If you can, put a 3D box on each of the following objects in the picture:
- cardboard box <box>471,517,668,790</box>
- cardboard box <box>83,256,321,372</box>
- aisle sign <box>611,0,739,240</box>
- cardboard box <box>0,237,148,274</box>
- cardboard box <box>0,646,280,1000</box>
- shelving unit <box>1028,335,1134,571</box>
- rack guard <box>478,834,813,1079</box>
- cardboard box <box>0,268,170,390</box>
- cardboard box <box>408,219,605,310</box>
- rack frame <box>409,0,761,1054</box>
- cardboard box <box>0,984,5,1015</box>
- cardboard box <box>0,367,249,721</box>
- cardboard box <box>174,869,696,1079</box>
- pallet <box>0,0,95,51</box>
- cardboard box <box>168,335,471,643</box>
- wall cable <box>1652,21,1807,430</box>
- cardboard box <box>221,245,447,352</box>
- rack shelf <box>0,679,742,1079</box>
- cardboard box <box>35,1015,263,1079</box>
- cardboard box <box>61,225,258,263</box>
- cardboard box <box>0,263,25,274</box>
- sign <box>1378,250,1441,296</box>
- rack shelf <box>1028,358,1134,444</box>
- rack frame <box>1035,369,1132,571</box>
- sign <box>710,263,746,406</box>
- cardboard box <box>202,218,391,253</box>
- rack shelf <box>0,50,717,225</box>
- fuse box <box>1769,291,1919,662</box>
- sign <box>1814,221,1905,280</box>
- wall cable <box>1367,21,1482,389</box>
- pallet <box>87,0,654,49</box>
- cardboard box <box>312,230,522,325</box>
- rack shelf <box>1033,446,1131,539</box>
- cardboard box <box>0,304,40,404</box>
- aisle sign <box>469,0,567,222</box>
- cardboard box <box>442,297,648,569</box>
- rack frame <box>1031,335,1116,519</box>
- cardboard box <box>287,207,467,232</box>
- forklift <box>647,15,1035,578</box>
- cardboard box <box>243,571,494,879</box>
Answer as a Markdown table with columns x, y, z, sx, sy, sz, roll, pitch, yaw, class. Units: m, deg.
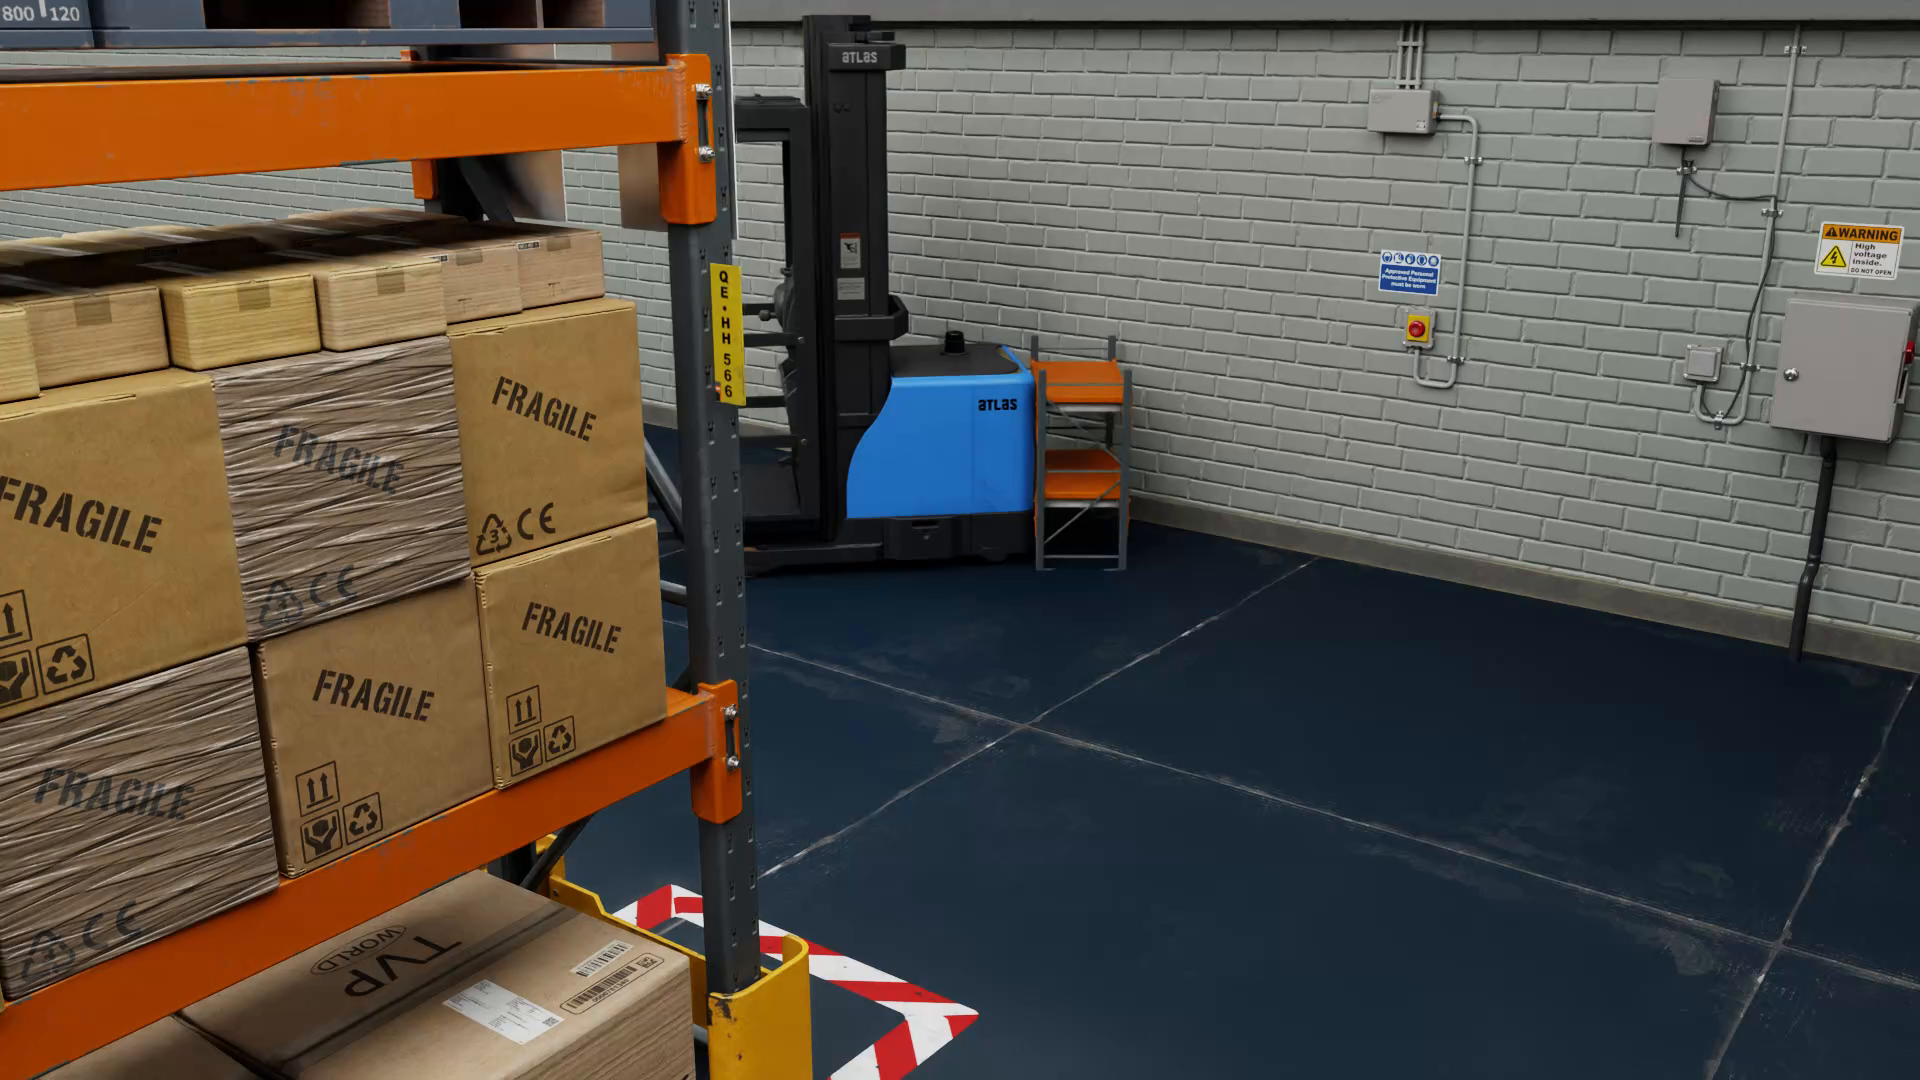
| x | y | z | sx | sy | sz | roll | pitch | yaw | class |
| --- | --- | --- | --- | --- | --- | --- | --- | --- | --- |
| -1.045 | 0.204 | 3.862 | 0.500 | 0.500 | 0.500 | 13 | 21 | 35 | cardboard box |
| -1.424 | -0.431 | 3.125 | 0.380 | 0.149 | 0.250 | 13 | 21 | 36 | cardboard box |
| -0.678 | -1.114 | 3.890 | 0.394 | 0.787 | 0.004 | 12 | 21 | 35 | aisle sign |
| -1.892 | -0.527 | 3.435 | 0.380 | 0.149 | 0.250 | 12 | 21 | 33 | cardboard box |
| -1.654 | 0.445 | 3.085 | 0.500 | 0.500 | 0.500 | 13 | 22 | 36 | cardboard box |
| 0.670 | -0.521 | 9.525 | 0.538 | 1.125 | 1.048 | 0 | 17 | 0 | shelving unit |
| -0.956 | 1.278 | 4.786 | 1.175 | 0.500 | 0.348 | 12 | 21 | 35 | rack guard |
| -1.637 | -0.381 | 2.964 | 0.380 | 0.149 | 0.250 | 12 | 21 | 34 | cardboard box |
| -1.023 | -0.624 | 3.749 | 0.380 | 0.149 | 0.250 | 13 | 21 | 35 | cardboard box |
| -0.970 | 0.090 | 4.397 | 1.000 | 3.000 | 0.127 | 12 | 21 | 35 | rack frame |
| -1.952 | 0.570 | 2.682 | 0.500 | 0.500 | 0.500 | 13 | 22 | 36 | cardboard box |
| -1.651 | -0.032 | 2.934 | 0.500 | 0.500 | 0.500 | 12 | 21 | 34 | cardboard box |
| -1.283 | 1.288 | 4.152 | 0.875 | 0.438 | 0.875 | 12 | 21 | 33 | cardboard box |
| -2.130 | -0.830 | 2.451 | 1.003 | 0.211 | 1.213 | 12 | 21 | 35 | pallet |
| -1.354 | -0.149 | 3.311 | 0.500 | 0.500 | 0.500 | 13 | 21 | 35 | cardboard box |
| 3.517 | -1.495 | 7.786 | 0.588 | 1.984 | 0.122 | 12 | 21 | 35 | wall cable |
| -1.241 | -0.483 | 3.294 | 0.380 | 0.149 | 0.250 | 12 | 21 | 34 | cardboard box |
| -2.162 | 0.910 | 2.970 | 1.077 | 0.370 | 4.000 | 12 | 21 | 35 | rack shelf |
| -1.821 | 1.507 | 3.445 | 0.875 | 0.438 | 0.875 | 13 | 22 | 36 | cardboard box |
| -1.750 | -0.593 | 3.647 | 0.380 | 0.149 | 0.250 | 13 | 22 | 36 | cardboard box |
| -2.006 | -0.455 | 3.204 | 0.380 | 0.149 | 0.250 | 13 | 21 | 35 | cardboard box |
| 2.369 | -1.410 | 8.770 | 0.327 | 0.218 | 0.001 | 12 | 21 | 35 | sign |
| 0.670 | -0.801 | 9.438 | 0.538 | 0.278 | 1.000 | 0 | 17 | 0 | rack shelf |
| 0.668 | -0.370 | 9.039 | 0.500 | 1.125 | 0.032 | 0 | 17 | 0 | rack frame |
| -0.542 | -0.477 | 3.871 | 0.100 | 0.325 | 0.005 | 12 | 21 | 35 | sign |
| -1.503 | -0.635 | 3.782 | 0.380 | 0.149 | 0.250 | 13 | 22 | 36 | cardboard box |
| -2.162 | -0.523 | 2.525 | 1.077 | 0.370 | 4.000 | 12 | 21 | 35 | rack shelf |
| 3.971 | -0.236 | 7.619 | 0.539 | 1.711 | 0.414 | 12 | 21 | 35 | fuse box |
| 4.050 | -1.305 | 7.496 | 0.339 | 0.242 | 0.001 | 12 | 21 | 35 | sign |
| 2.371 | -1.758 | 8.580 | 0.585 | 1.953 | 0.123 | 12 | 21 | 35 | wall cable |
| -1.404 | -1.122 | 3.390 | 1.003 | 0.211 | 1.213 | 12 | 21 | 35 | pallet |
| -1.155 | -0.560 | 3.540 | 0.380 | 0.149 | 0.250 | 13 | 21 | 36 | cardboard box |
| 0.670 | -0.287 | 9.597 | 0.538 | 0.278 | 1.000 | 0 | 17 | 0 | rack shelf |
| -1.739 | -0.311 | 2.739 | 0.380 | 0.149 | 0.250 | 13 | 22 | 36 | cardboard box |
| -1.160 | -1.220 | 4.232 | 0.394 | 0.787 | 0.004 | 12 | 21 | 35 | aisle sign |
| -1.066 | -0.279 | 3.729 | 0.500 | 0.500 | 0.500 | 13 | 22 | 36 | cardboard box |
| 0.672 | -0.672 | 10.010 | 0.500 | 1.125 | 0.032 | 0 | 17 | 0 | rack frame |
| -1.404 | -0.710 | 4.023 | 0.380 | 0.149 | 0.250 | 13 | 21 | 36 | cardboard box |
| -1.136 | -1.352 | 9.156 | 3.031 | 2.935 | 1.130 | -2 | 17 | -8 | forklift |
| -1.356 | 0.320 | 3.485 | 0.500 | 0.500 | 0.500 | 12 | 21 | 34 | cardboard box |
